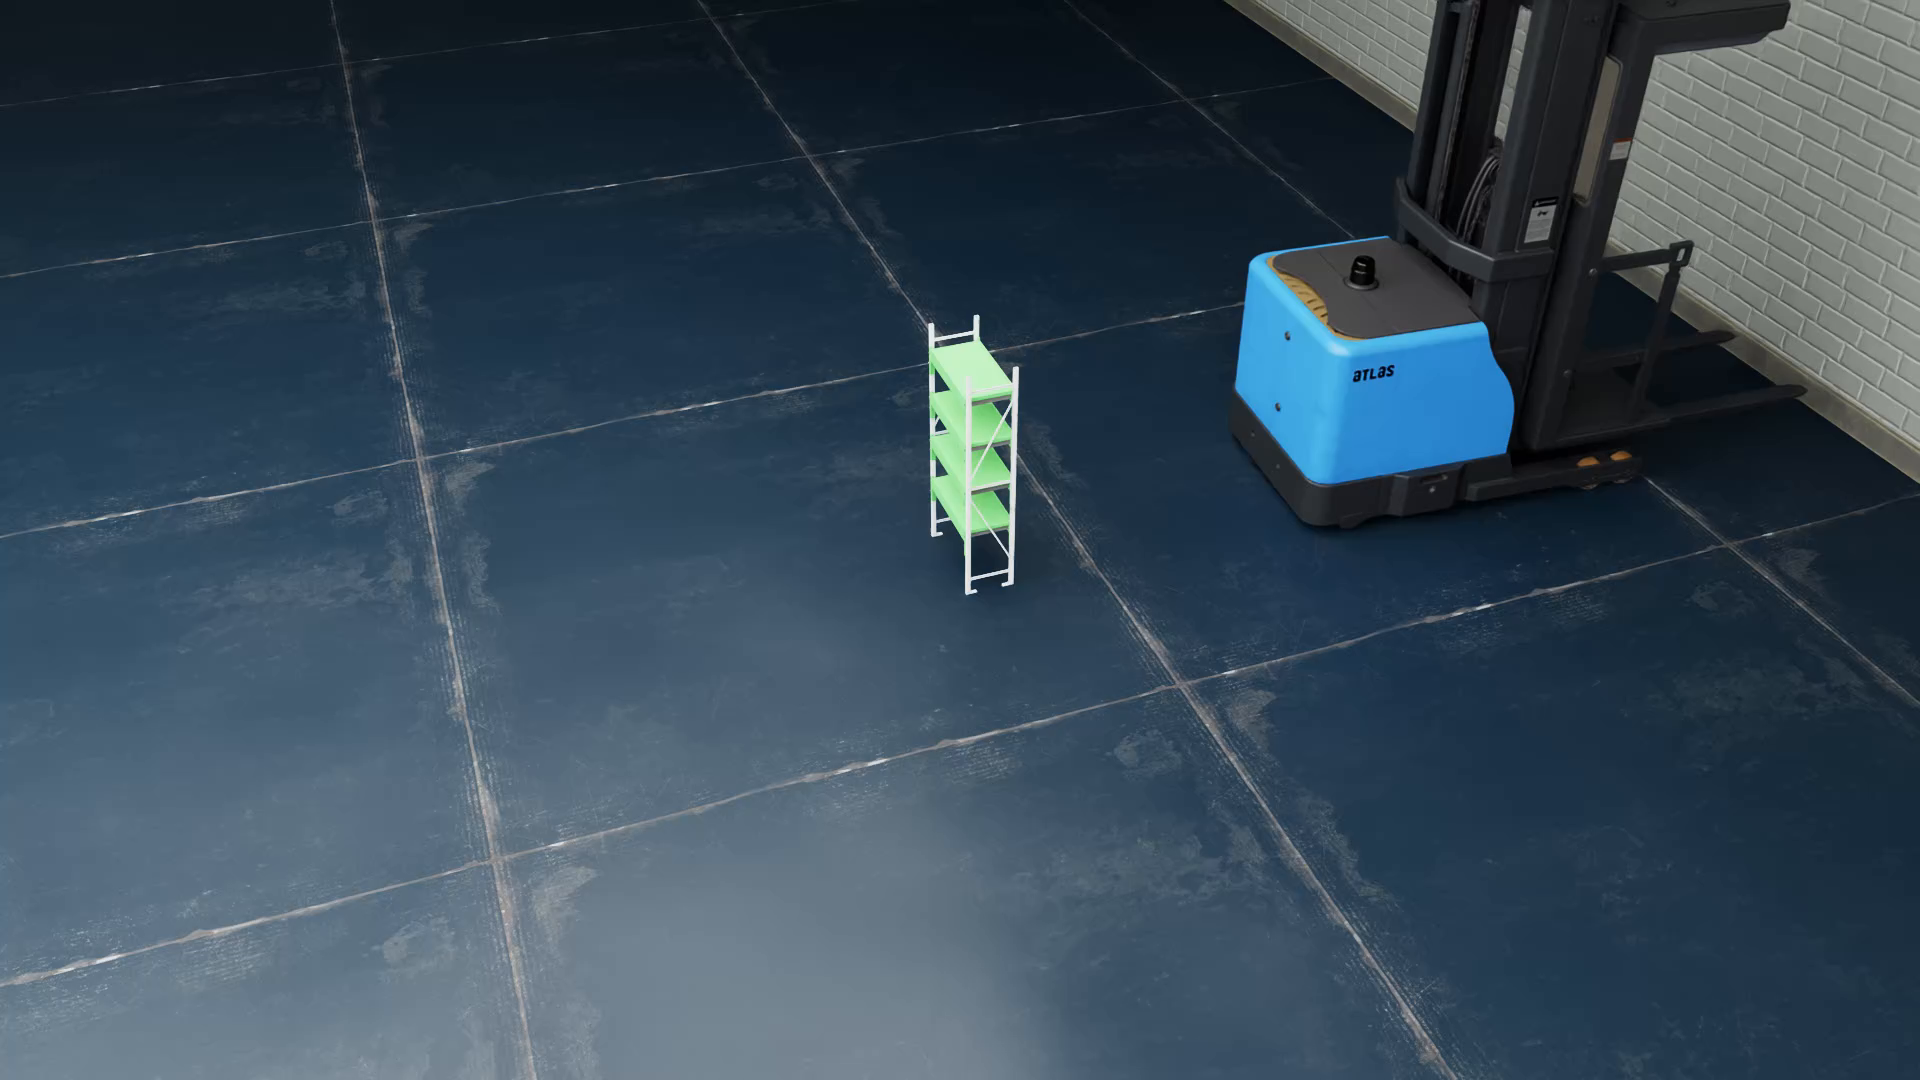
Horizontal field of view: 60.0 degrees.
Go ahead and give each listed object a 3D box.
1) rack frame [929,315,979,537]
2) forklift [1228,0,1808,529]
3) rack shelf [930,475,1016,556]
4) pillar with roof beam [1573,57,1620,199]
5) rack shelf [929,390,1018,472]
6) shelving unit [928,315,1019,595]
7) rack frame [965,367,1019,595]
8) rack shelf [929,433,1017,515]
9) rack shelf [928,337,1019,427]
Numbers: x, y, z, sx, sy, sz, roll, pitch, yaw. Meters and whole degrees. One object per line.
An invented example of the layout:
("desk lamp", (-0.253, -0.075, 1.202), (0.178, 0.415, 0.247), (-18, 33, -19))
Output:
("rack frame", (-0.027, -0.524, 7.948), (0.240, 1.200, 0.015), (-12, 39, -16))
("forklift", (3.017, -1.727, 8.107), (3.031, 2.935, 1.130), (-10, 38, -13))
("rack shelf", (0.057, -0.143, 7.948), (0.258, 0.148, 0.480), (-12, 39, -16))
("pillar with roof beam", (-0.171, -4.618, 6.902), (9.100, 9.000, 0.400), (-12, 39, -16))
("rack shelf", (0.057, -0.526, 7.659), (0.258, 0.148, 0.480), (-12, 39, -16))
("shelving unit", (0.057, -0.386, 7.765), (0.258, 1.200, 0.503), (-12, 39, -16))
("rack frame", (0.141, -0.248, 7.582), (0.240, 1.200, 0.015), (-12, 39, -16))
("rack shelf", (0.057, -0.335, 7.803), (0.258, 0.148, 0.480), (-12, 39, -16))
("rack shelf", (0.057, -0.718, 7.515), (0.258, 0.148, 0.480), (-12, 39, -16))
